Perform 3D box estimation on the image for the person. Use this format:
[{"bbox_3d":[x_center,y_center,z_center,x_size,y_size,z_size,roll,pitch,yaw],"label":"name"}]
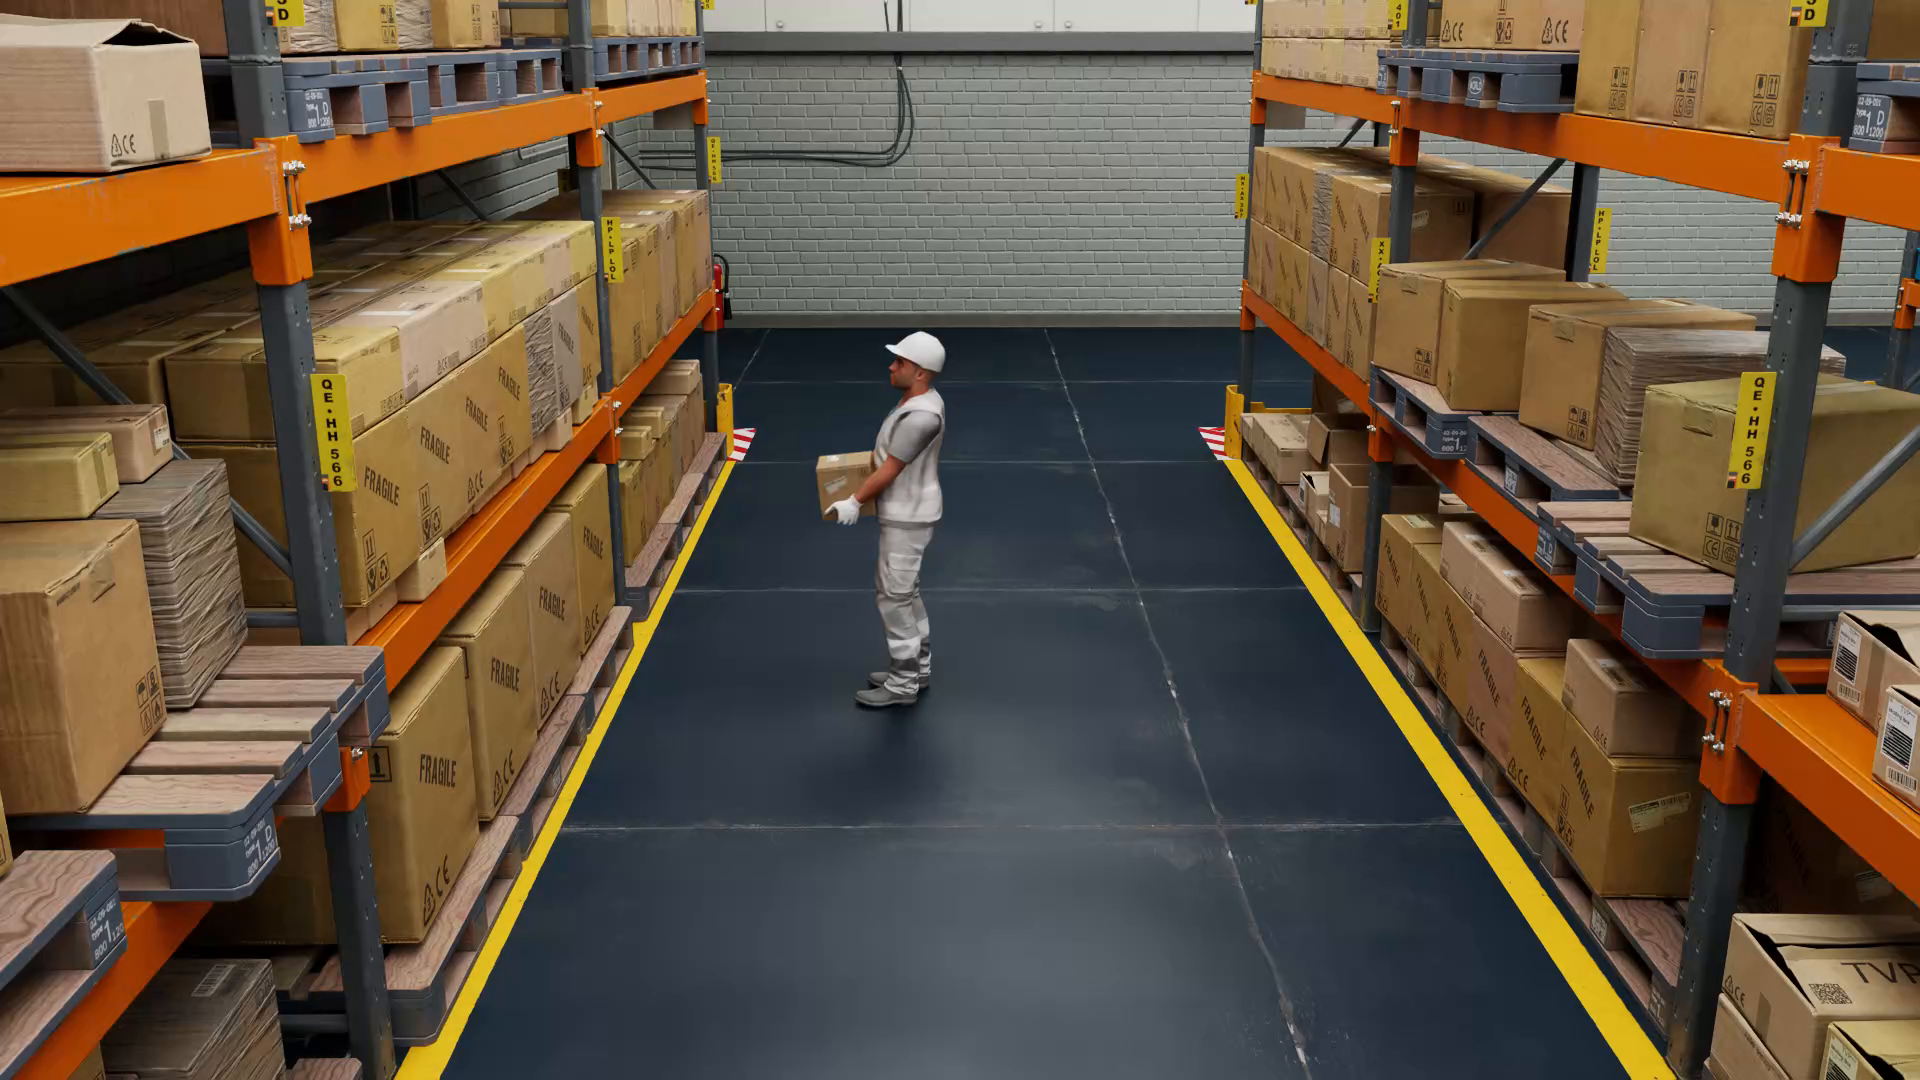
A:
[{"bbox_3d":[-0.347,-0.091,7.808,0.561,1.784,0.497,0,17,-1],"label":"person"}]
